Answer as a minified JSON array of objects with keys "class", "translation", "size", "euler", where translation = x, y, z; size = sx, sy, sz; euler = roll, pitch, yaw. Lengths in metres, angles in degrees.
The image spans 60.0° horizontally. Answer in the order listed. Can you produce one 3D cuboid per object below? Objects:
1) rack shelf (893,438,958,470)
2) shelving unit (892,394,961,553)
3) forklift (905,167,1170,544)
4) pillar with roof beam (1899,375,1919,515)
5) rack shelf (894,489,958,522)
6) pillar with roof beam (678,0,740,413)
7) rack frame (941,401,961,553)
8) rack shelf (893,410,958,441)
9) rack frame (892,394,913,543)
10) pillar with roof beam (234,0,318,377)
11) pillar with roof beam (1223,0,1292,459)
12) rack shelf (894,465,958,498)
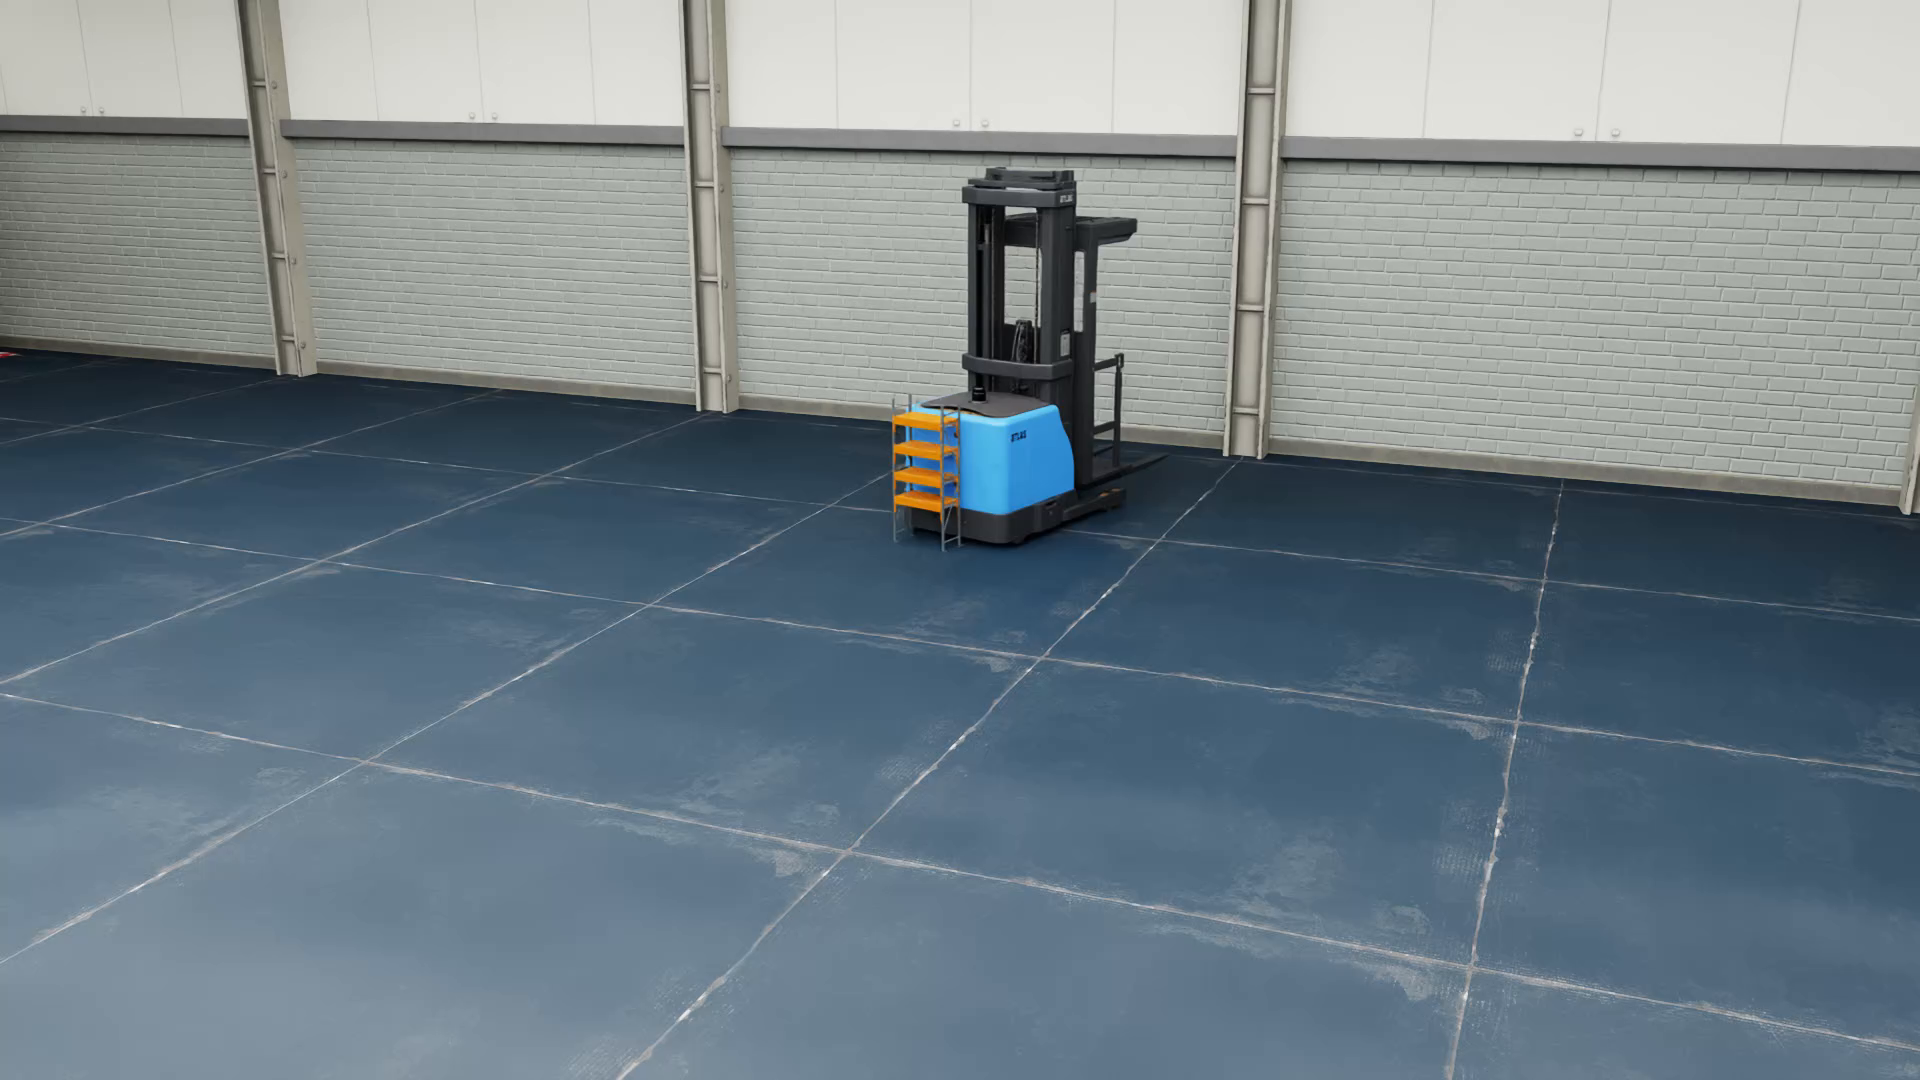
[{"class":"rack shelf","translation":[-0.269,-0.689,13.334],"size":[0.480,0.148,0.258],"euler":[12,20,35]},{"class":"shelving unit","translation":[-0.268,-0.539,13.378],"size":[0.503,1.200,0.258],"euler":[12,20,35]},{"class":"forklift","translation":[0.815,-1.724,14.355],"size":[1.130,2.935,3.031],"euler":[12,20,35]},{"class":"pillar with roof beam","translation":[6.859,-3.451,9.420],"size":[0.400,9.000,9.100],"euler":[6,17,21]},{"class":"rack shelf","translation":[-0.268,-0.284,13.452],"size":[0.480,0.148,0.258],"euler":[12,20,35]},{"class":"pillar with roof beam","translation":[-4.304,-4.679,13.649],"size":[0.400,9.000,9.100],"euler":[6,17,21]},{"class":"rack frame","translation":[-0.072,-0.499,13.239],"size":[0.015,1.200,0.240],"euler":[12,20,35]},{"class":"rack shelf","translation":[-0.269,-0.916,13.267],"size":[0.480,0.148,0.258],"euler":[12,20,35]},{"class":"rack frame","translation":[-0.465,-0.580,13.516],"size":[0.015,1.200,0.240],"euler":[12,20,35]},{"class":"pillar with roof beam","translation":[-9.886,-5.292,15.763],"size":[0.400,9.000,9.100],"euler":[6,17,21]},{"class":"pillar with roof beam","translation":[1.278,-4.065,11.534],"size":[0.400,9.000,9.100],"euler":[6,17,21]},{"class":"rack shelf","translation":[-0.268,-0.475,13.397],"size":[0.480,0.148,0.258],"euler":[12,20,35]}]
